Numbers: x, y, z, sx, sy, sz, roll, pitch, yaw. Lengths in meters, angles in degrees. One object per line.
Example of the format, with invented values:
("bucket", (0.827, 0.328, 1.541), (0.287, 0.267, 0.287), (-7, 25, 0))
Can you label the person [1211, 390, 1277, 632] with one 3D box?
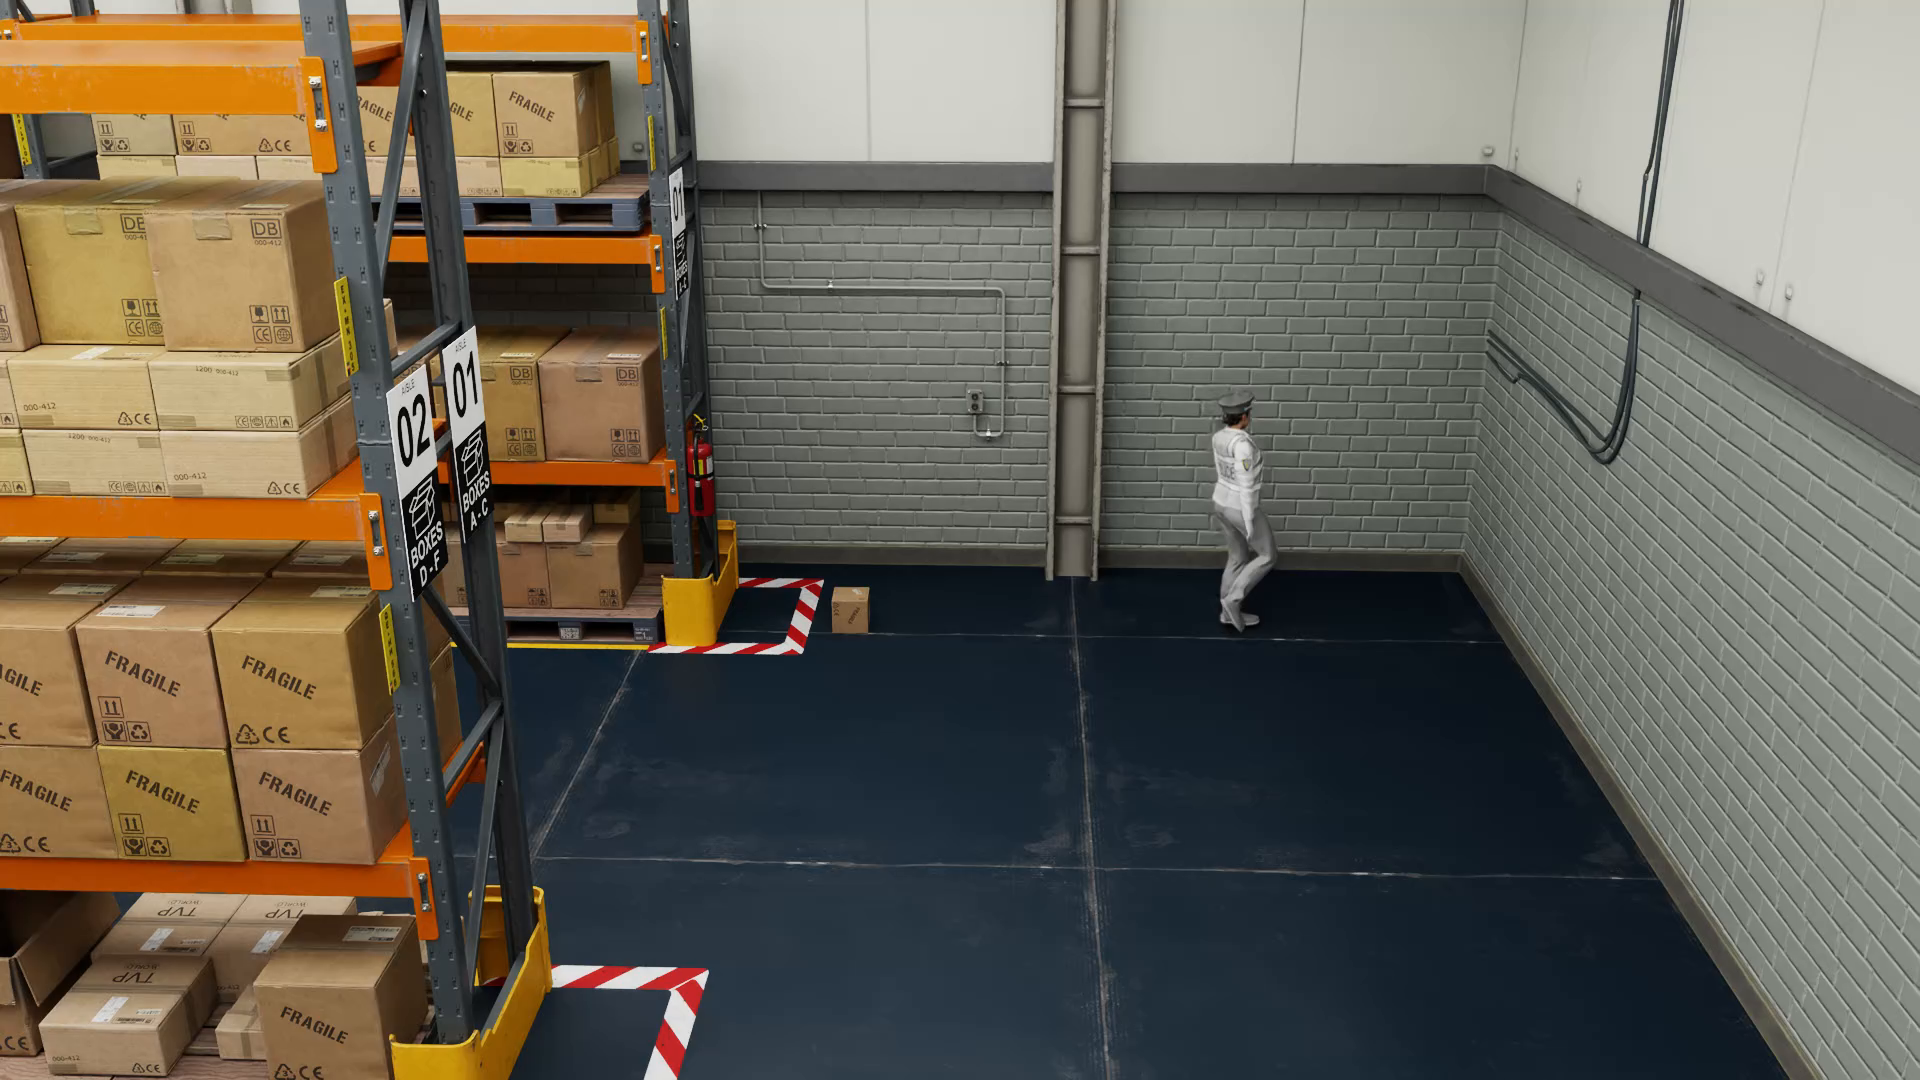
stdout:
("person", (1.961, -0.205, 11.553), (0.426, 1.655, 0.544), (-7, 22, -17))
